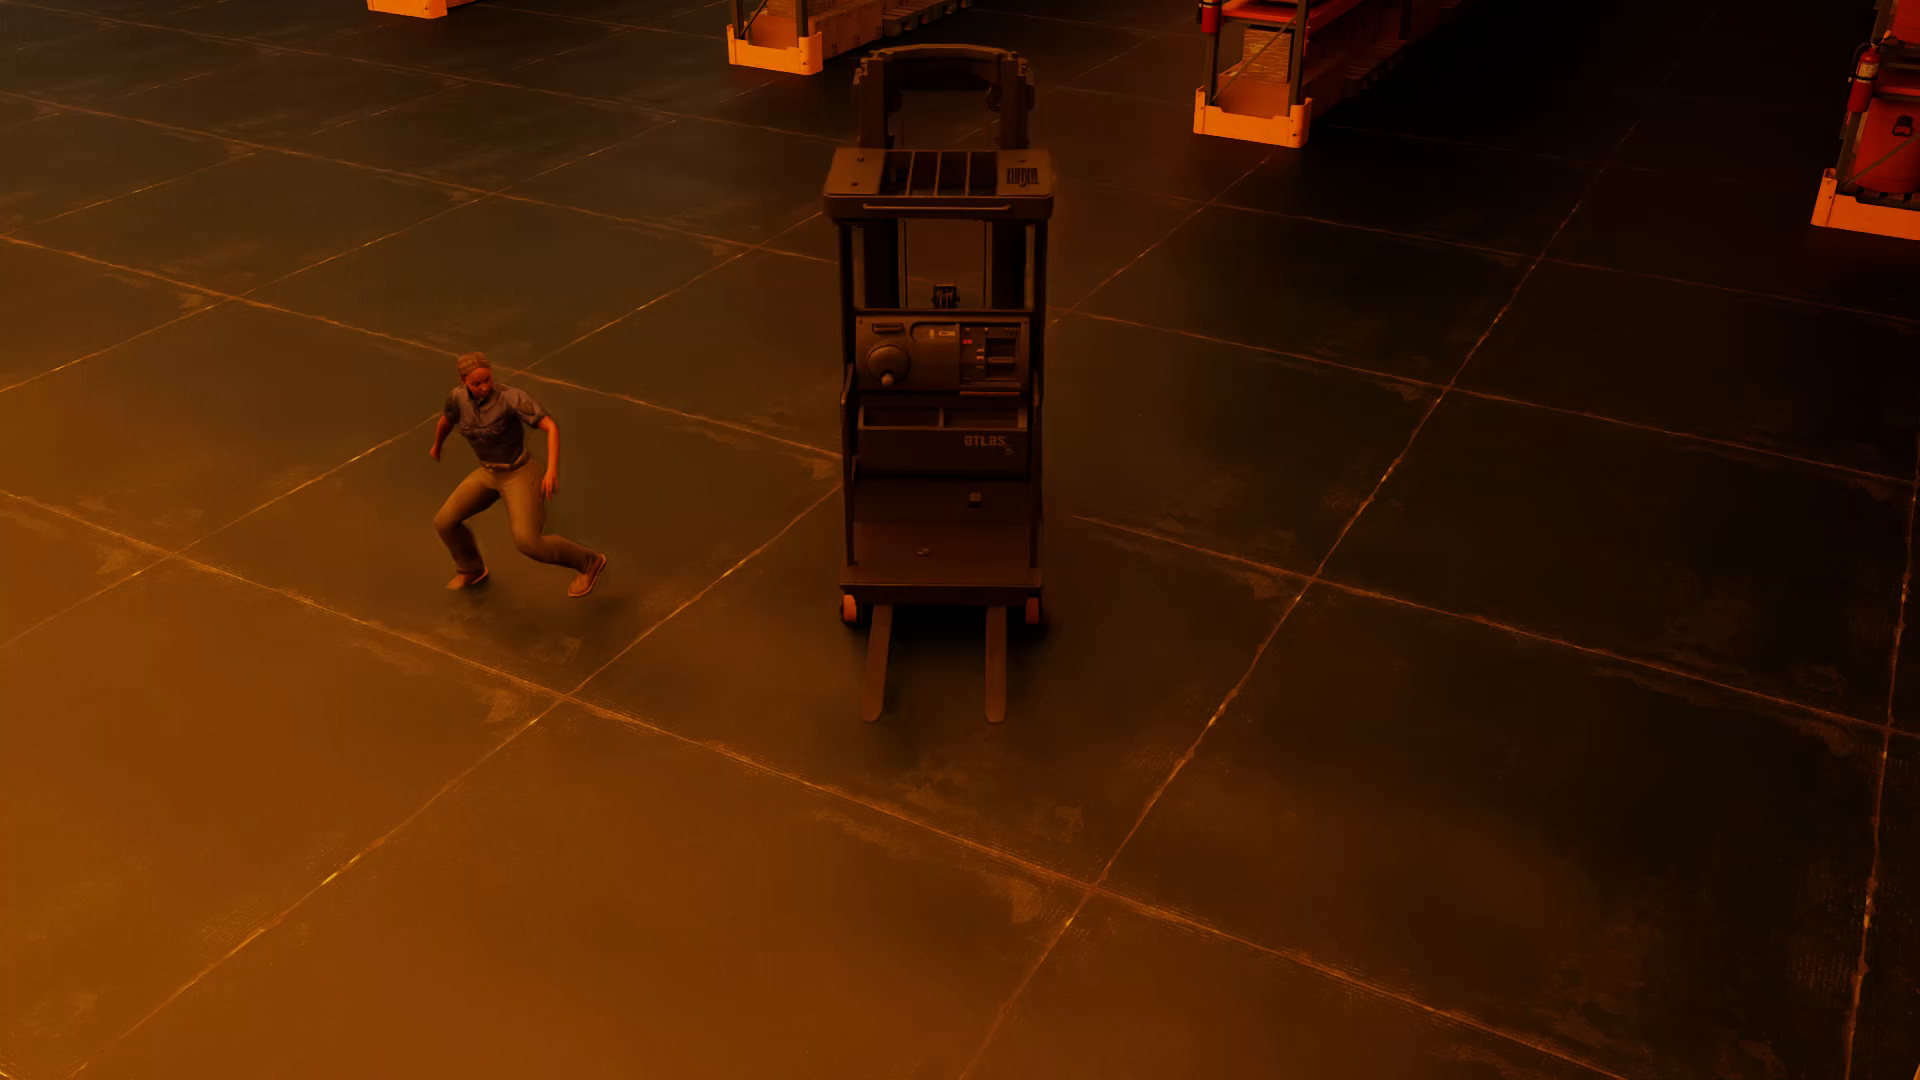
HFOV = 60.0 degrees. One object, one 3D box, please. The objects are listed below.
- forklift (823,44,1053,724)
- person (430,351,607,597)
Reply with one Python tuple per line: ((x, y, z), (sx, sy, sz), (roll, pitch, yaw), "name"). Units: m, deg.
((-0.095, -0.955, 8.725), (1.130, 2.935, 3.031), (1, 30, 1), "forklift")
((-2.565, -0.339, 9.177), (1.079, 1.533, 0.480), (15, 33, 24), "person")
